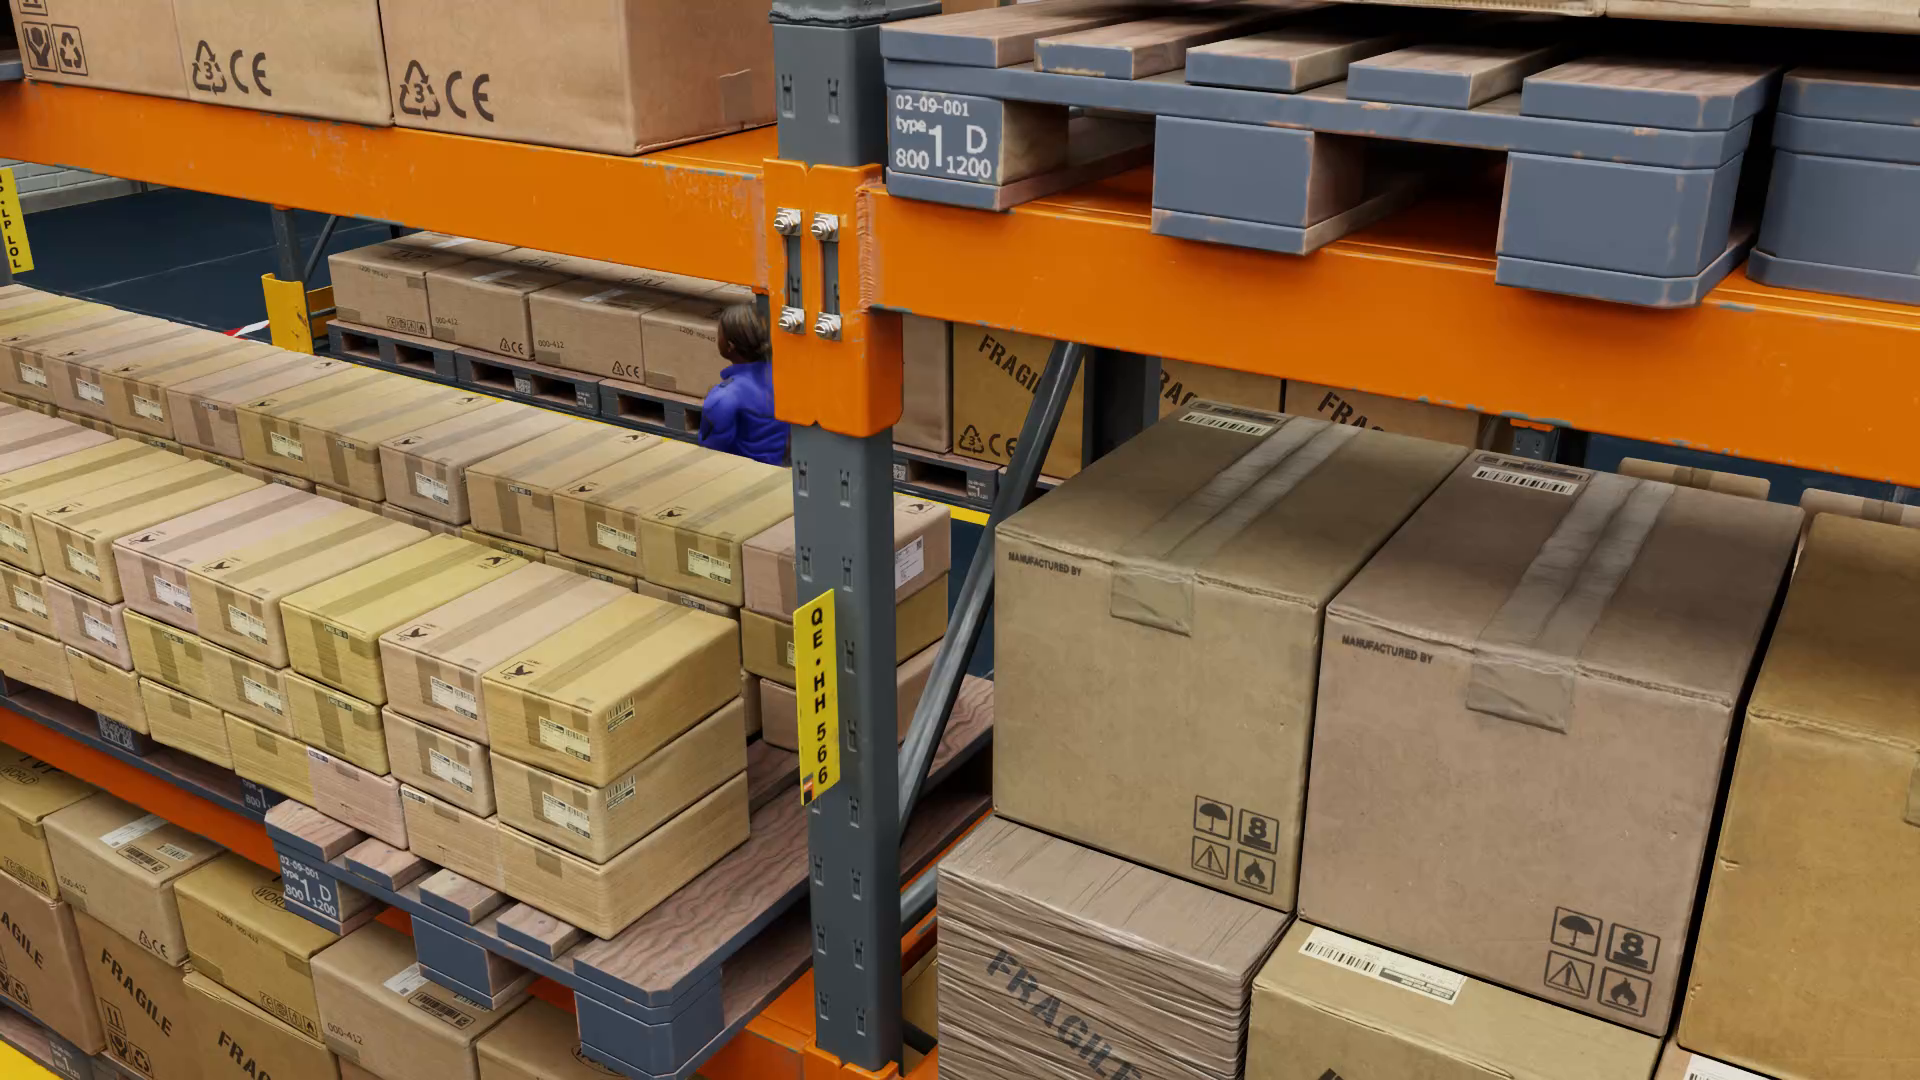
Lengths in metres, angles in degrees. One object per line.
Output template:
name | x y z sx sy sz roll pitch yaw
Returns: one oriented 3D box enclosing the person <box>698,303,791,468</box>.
person | -0.846 -0.117 6.358 0.571 1.652 0.479 15 28 32
